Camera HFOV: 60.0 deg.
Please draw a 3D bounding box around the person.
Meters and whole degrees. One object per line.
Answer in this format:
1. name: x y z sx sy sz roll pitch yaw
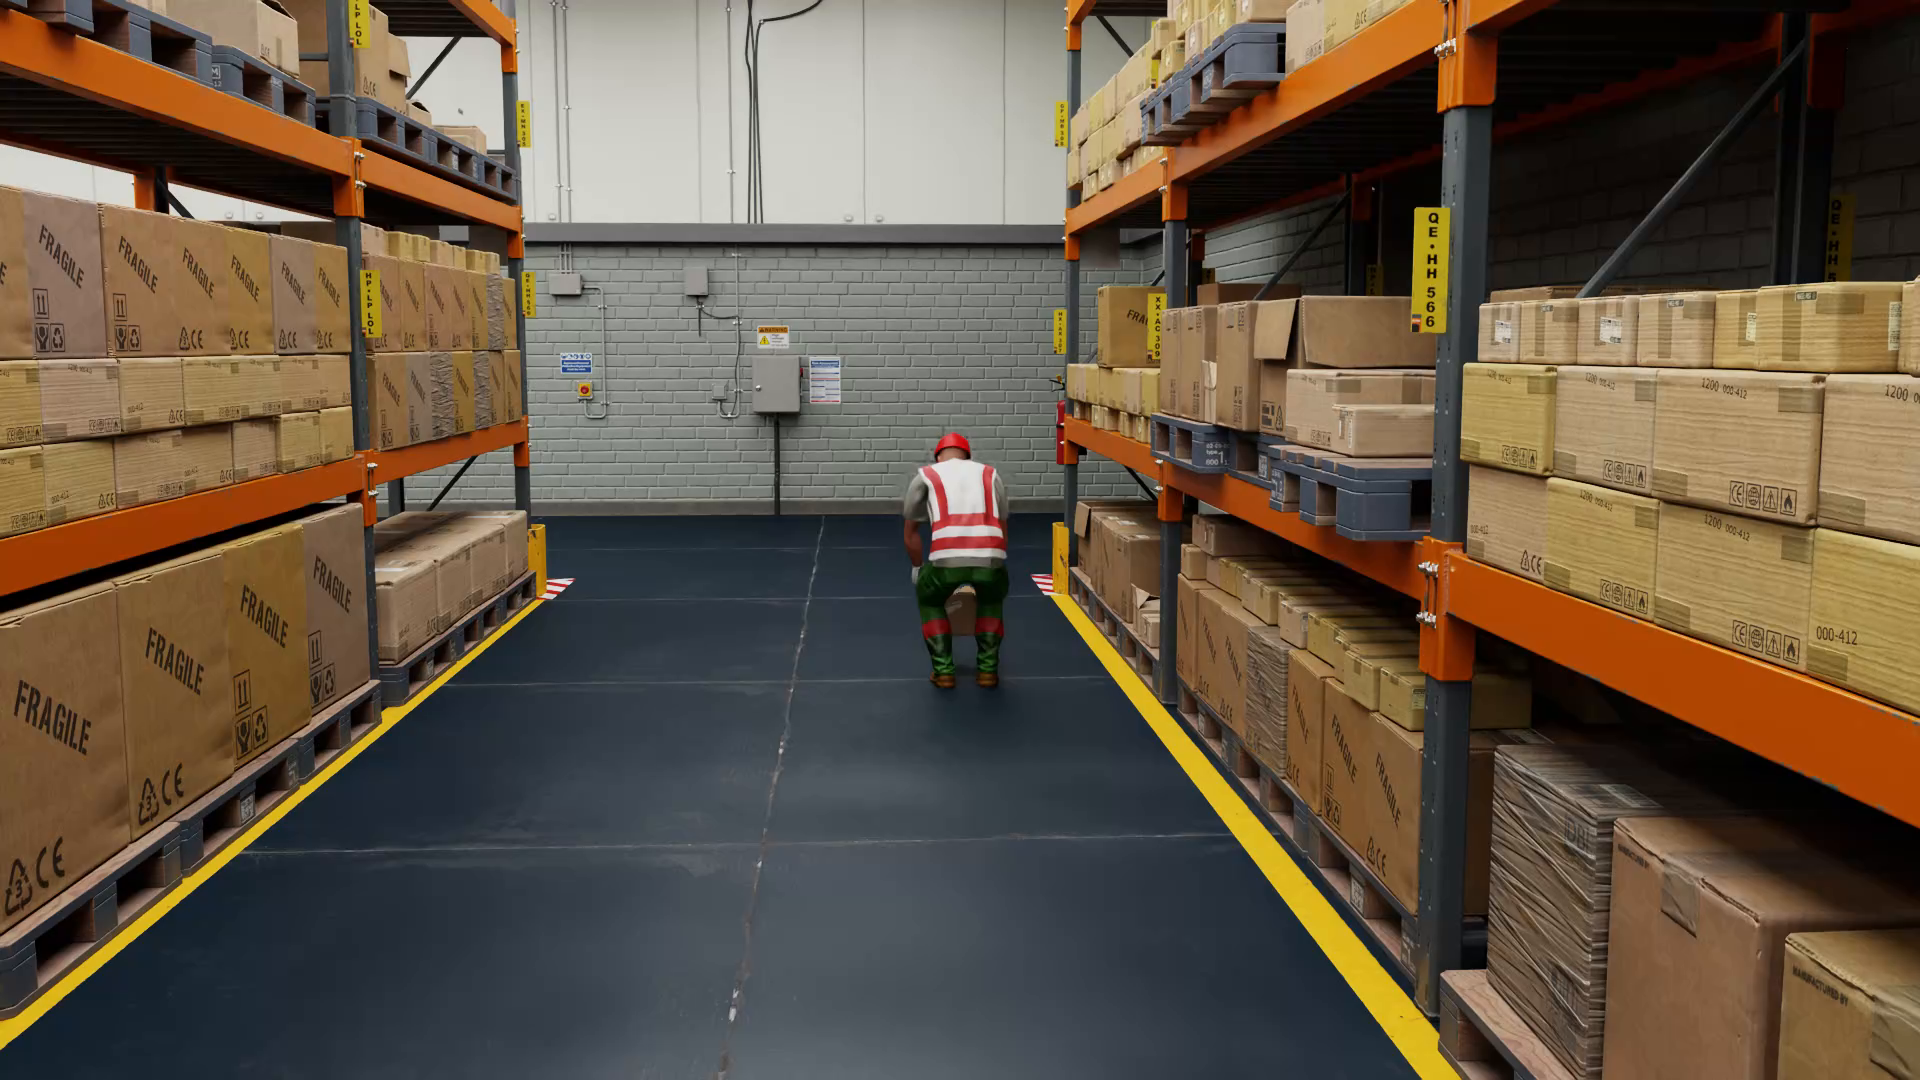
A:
1. person: -0.017 0.106 9.096 0.583 1.354 0.784 0 7 -4
